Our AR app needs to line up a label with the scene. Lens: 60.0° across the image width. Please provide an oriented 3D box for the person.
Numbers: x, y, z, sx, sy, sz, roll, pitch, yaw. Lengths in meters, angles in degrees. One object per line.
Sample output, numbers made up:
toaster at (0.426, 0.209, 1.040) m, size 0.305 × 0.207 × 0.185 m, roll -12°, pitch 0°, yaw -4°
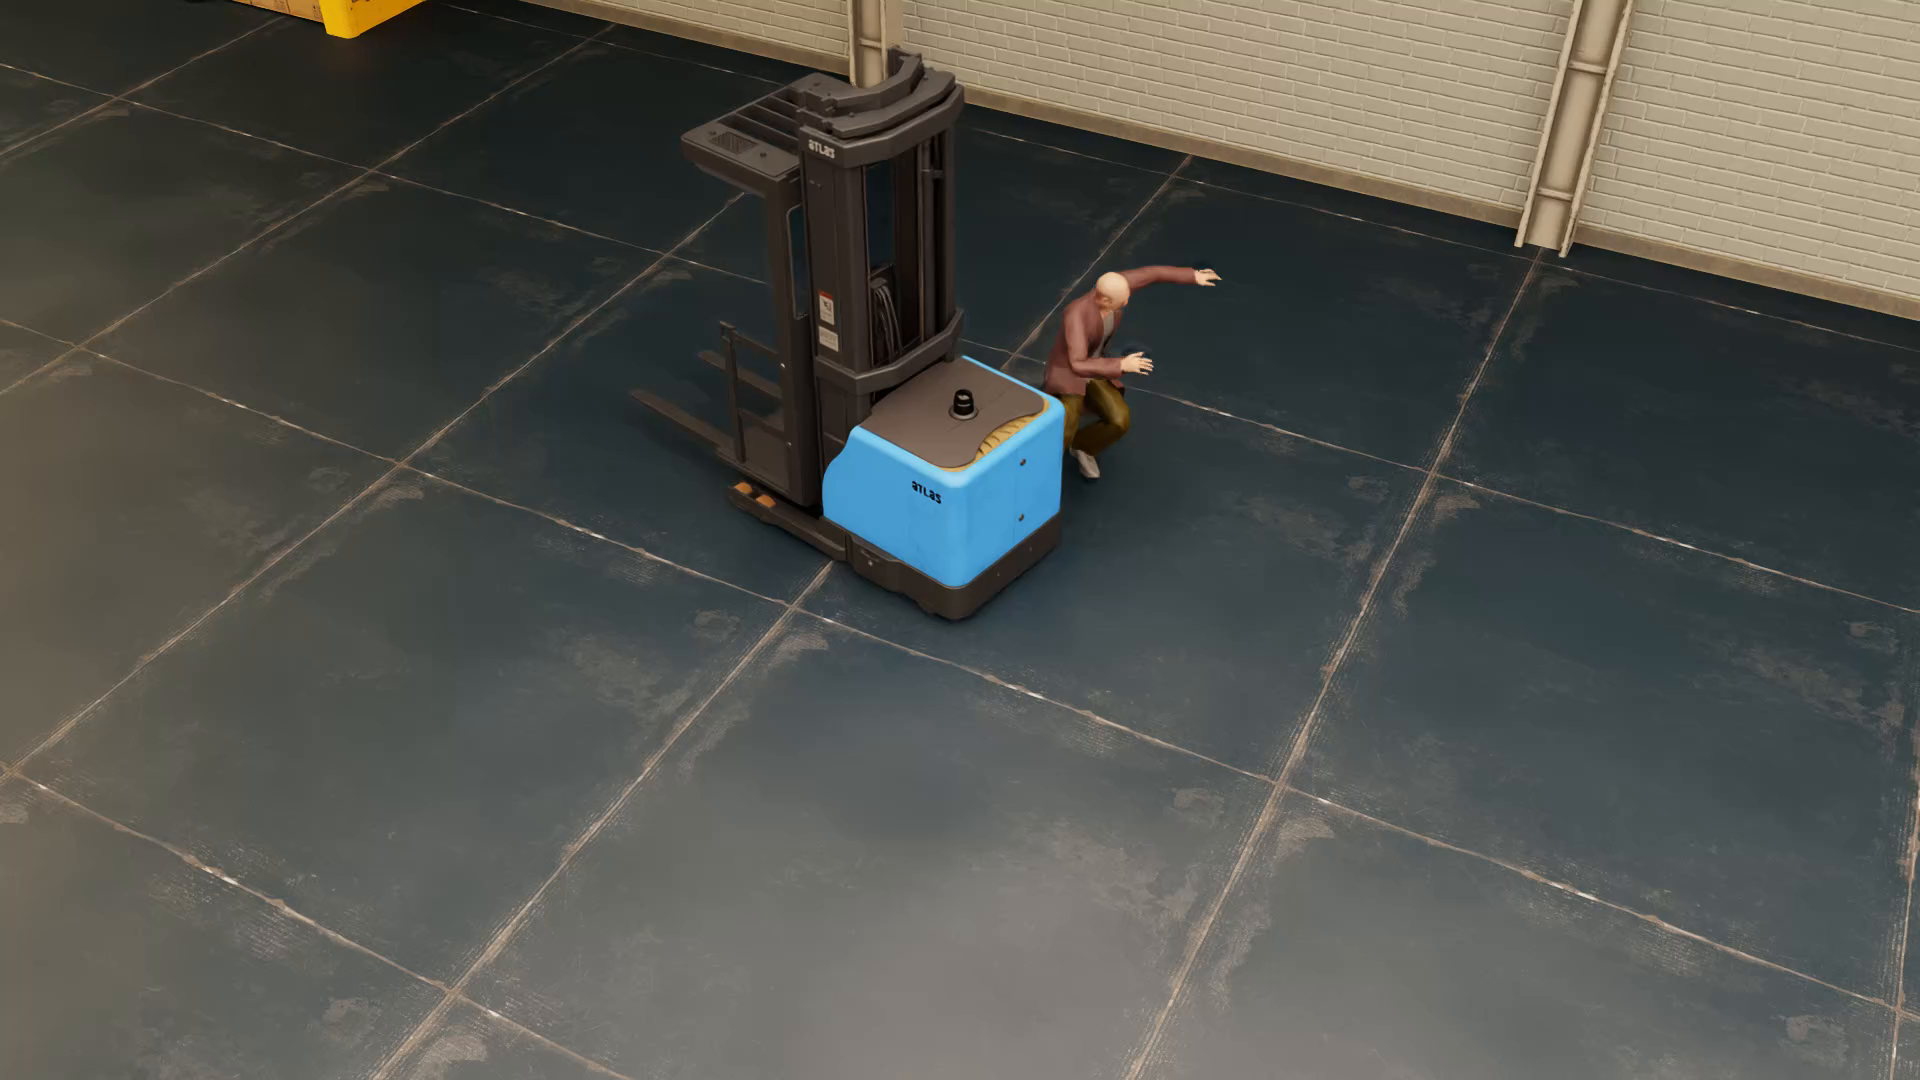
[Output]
person at (0.932, -1.025, 10.300) m, size 1.679 × 1.430 × 0.815 m, roll -32°, pitch 49°, yaw -32°

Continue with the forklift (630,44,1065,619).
forklift at (-0.831, -1.467, 9.729) m, size 3.031 × 2.935 × 1.130 m, roll 29°, pitch 48°, yaw 30°
